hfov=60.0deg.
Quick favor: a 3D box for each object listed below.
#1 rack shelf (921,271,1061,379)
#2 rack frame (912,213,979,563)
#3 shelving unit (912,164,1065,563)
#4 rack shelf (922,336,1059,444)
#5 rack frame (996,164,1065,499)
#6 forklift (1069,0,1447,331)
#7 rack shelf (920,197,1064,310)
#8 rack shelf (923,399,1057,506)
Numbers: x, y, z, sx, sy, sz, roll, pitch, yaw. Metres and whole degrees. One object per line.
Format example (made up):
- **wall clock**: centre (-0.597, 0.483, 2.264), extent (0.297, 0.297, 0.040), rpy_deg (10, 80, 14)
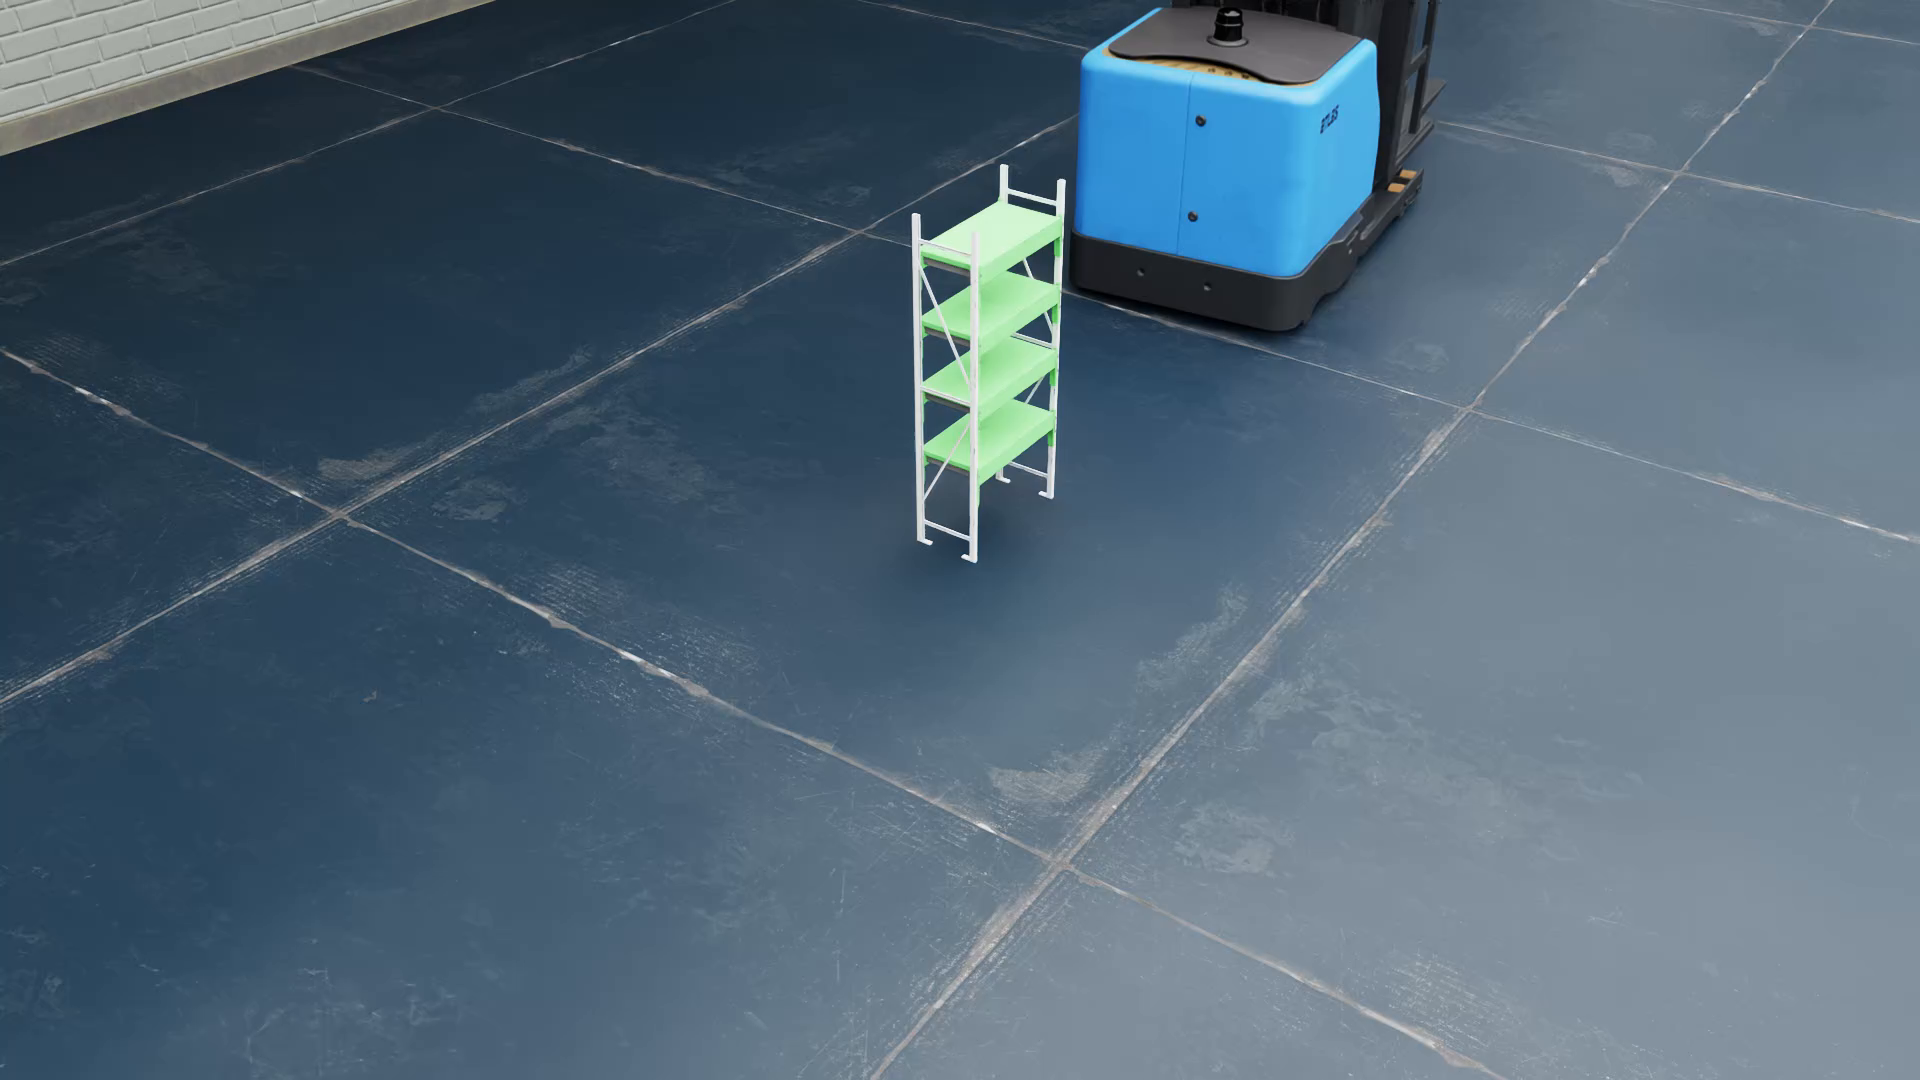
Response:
- **rack shelf**: centre (0.094, -0.719, 5.428), extent (0.258, 0.148, 0.480), rpy_deg (21, 39, 28)
- **rack frame**: centre (-0.045, -0.461, 5.360), extent (0.240, 1.200, 0.015), rpy_deg (21, 39, 28)
- **shelving unit**: centre (0.094, -0.573, 5.527), extent (0.258, 1.200, 0.503), rpy_deg (21, 39, 28)
- **rack shelf**: centre (0.094, -0.520, 5.562), extent (0.258, 0.148, 0.480), rpy_deg (21, 39, 28)
- **rack frame**: centre (0.234, -0.685, 5.693), extent (0.240, 1.200, 0.015), rpy_deg (21, 39, 28)
- **forklift**: centre (1.627, -2.885, 7.399), extent (1.130, 2.935, 3.031), rpy_deg (17, 38, 23)
- **rack shelf**: centre (0.094, -0.918, 5.293), extent (0.258, 0.148, 0.480), rpy_deg (21, 39, 28)
- **rack shelf**: centre (0.094, -0.321, 5.697), extent (0.258, 0.148, 0.480), rpy_deg (21, 39, 28)
